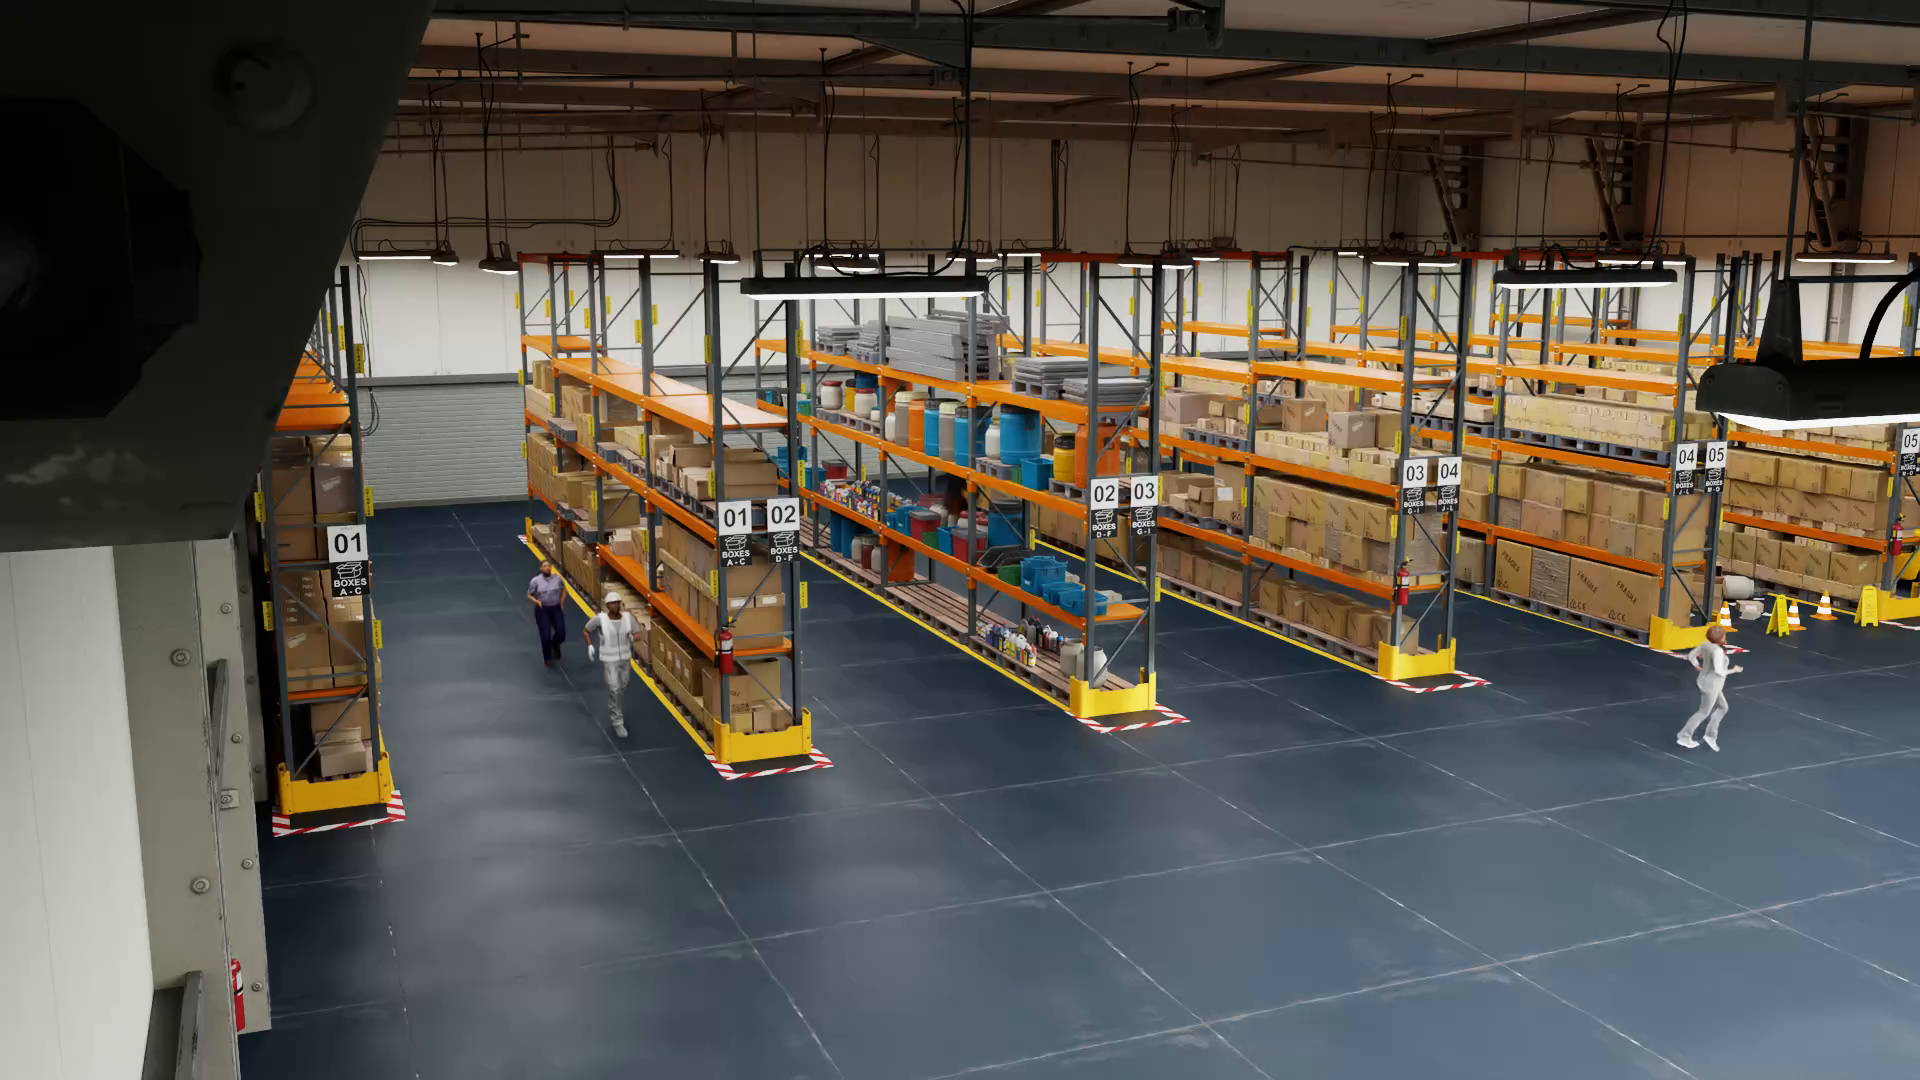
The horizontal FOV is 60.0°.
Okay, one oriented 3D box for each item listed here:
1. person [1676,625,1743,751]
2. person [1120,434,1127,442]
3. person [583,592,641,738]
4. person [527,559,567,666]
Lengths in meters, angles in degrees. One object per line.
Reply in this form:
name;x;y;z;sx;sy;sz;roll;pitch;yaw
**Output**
person;9.263;1.847;20.538;0.702;1.634;0.513;1;10;8
person;3.729;-1.867;40.239;0.703;1.769;0.927;7;12;32
person;-4.442;1.561;21.454;0.671;1.818;0.897;-7;13;-34
person;-6.095;1.079;24.689;0.600;1.599;0.561;-5;11;-24
